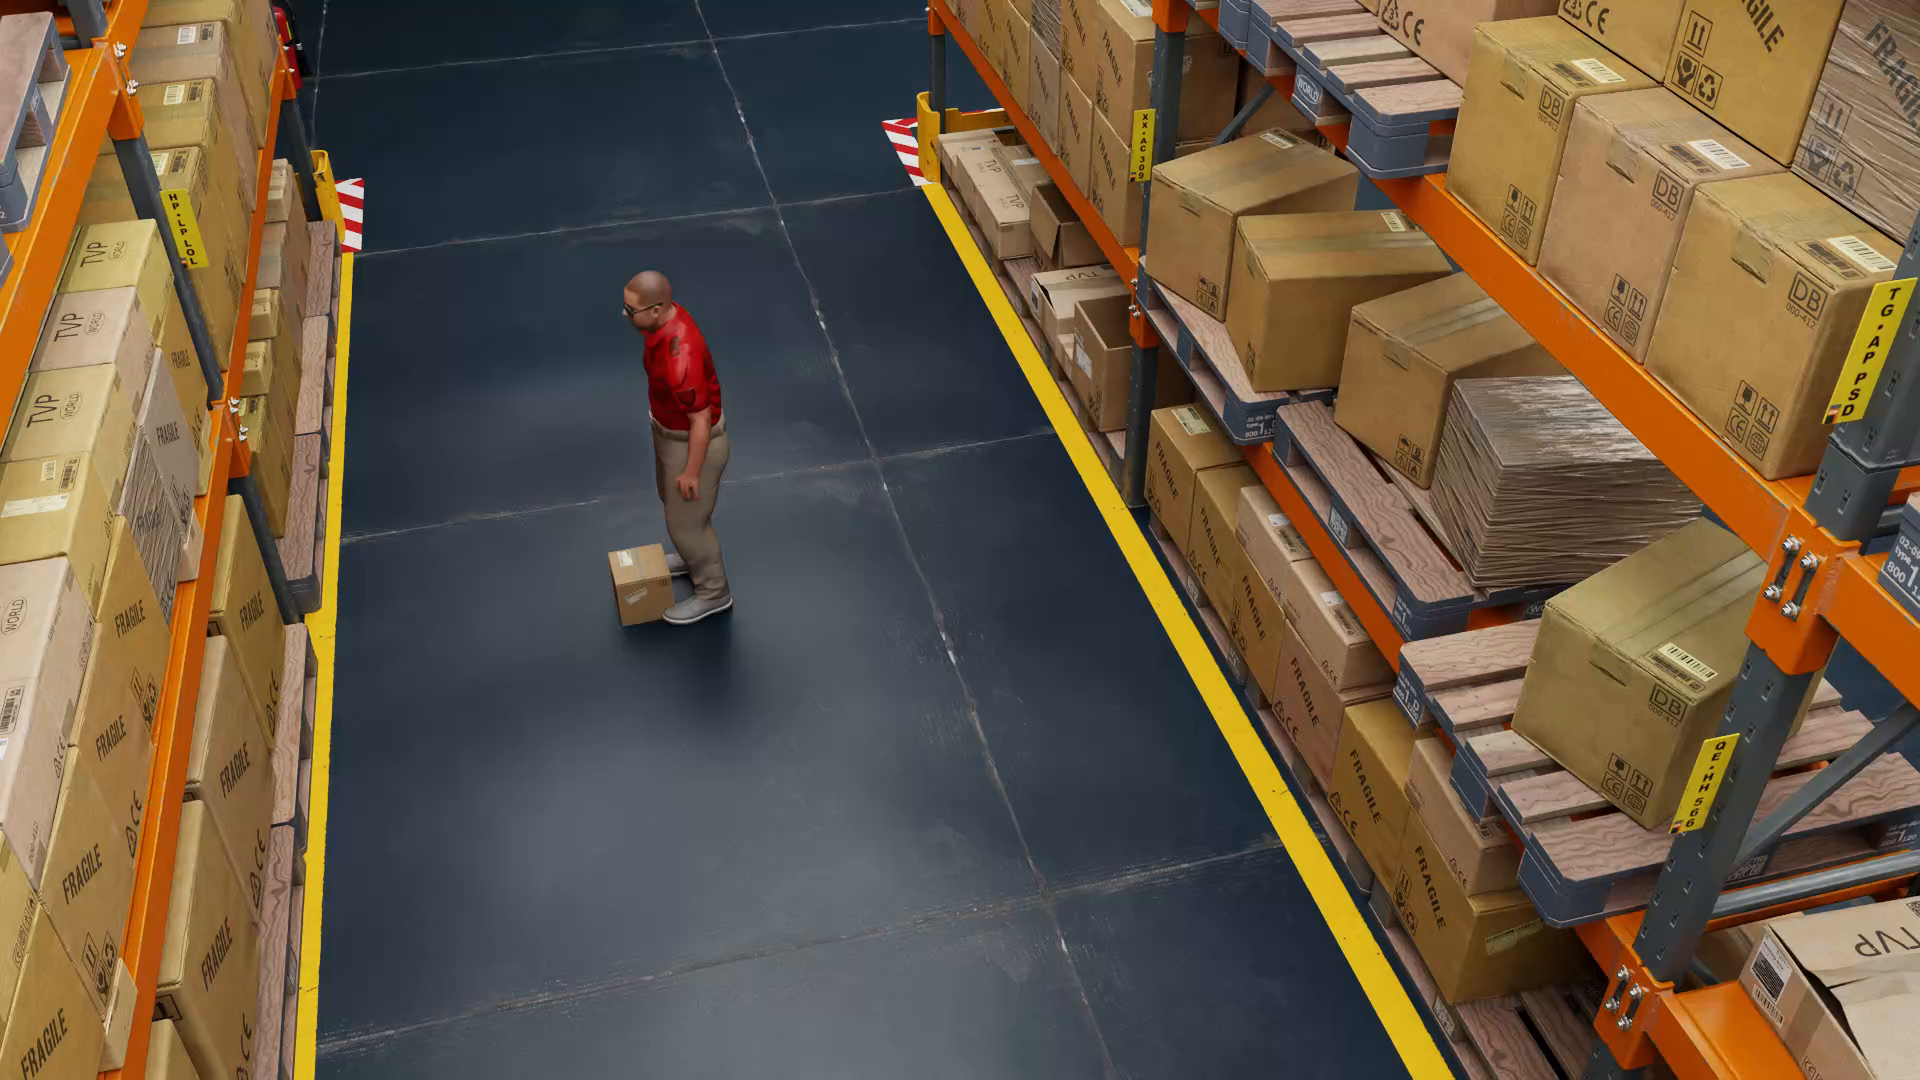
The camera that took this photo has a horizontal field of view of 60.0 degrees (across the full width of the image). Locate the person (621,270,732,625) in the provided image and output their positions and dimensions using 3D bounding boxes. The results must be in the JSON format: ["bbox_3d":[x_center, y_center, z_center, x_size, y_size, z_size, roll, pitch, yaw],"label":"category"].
[{"bbox_3d":[-1.220,-0.424,7.271,0.393,1.725,0.596,-11,39,-14],"label":"person"}]
